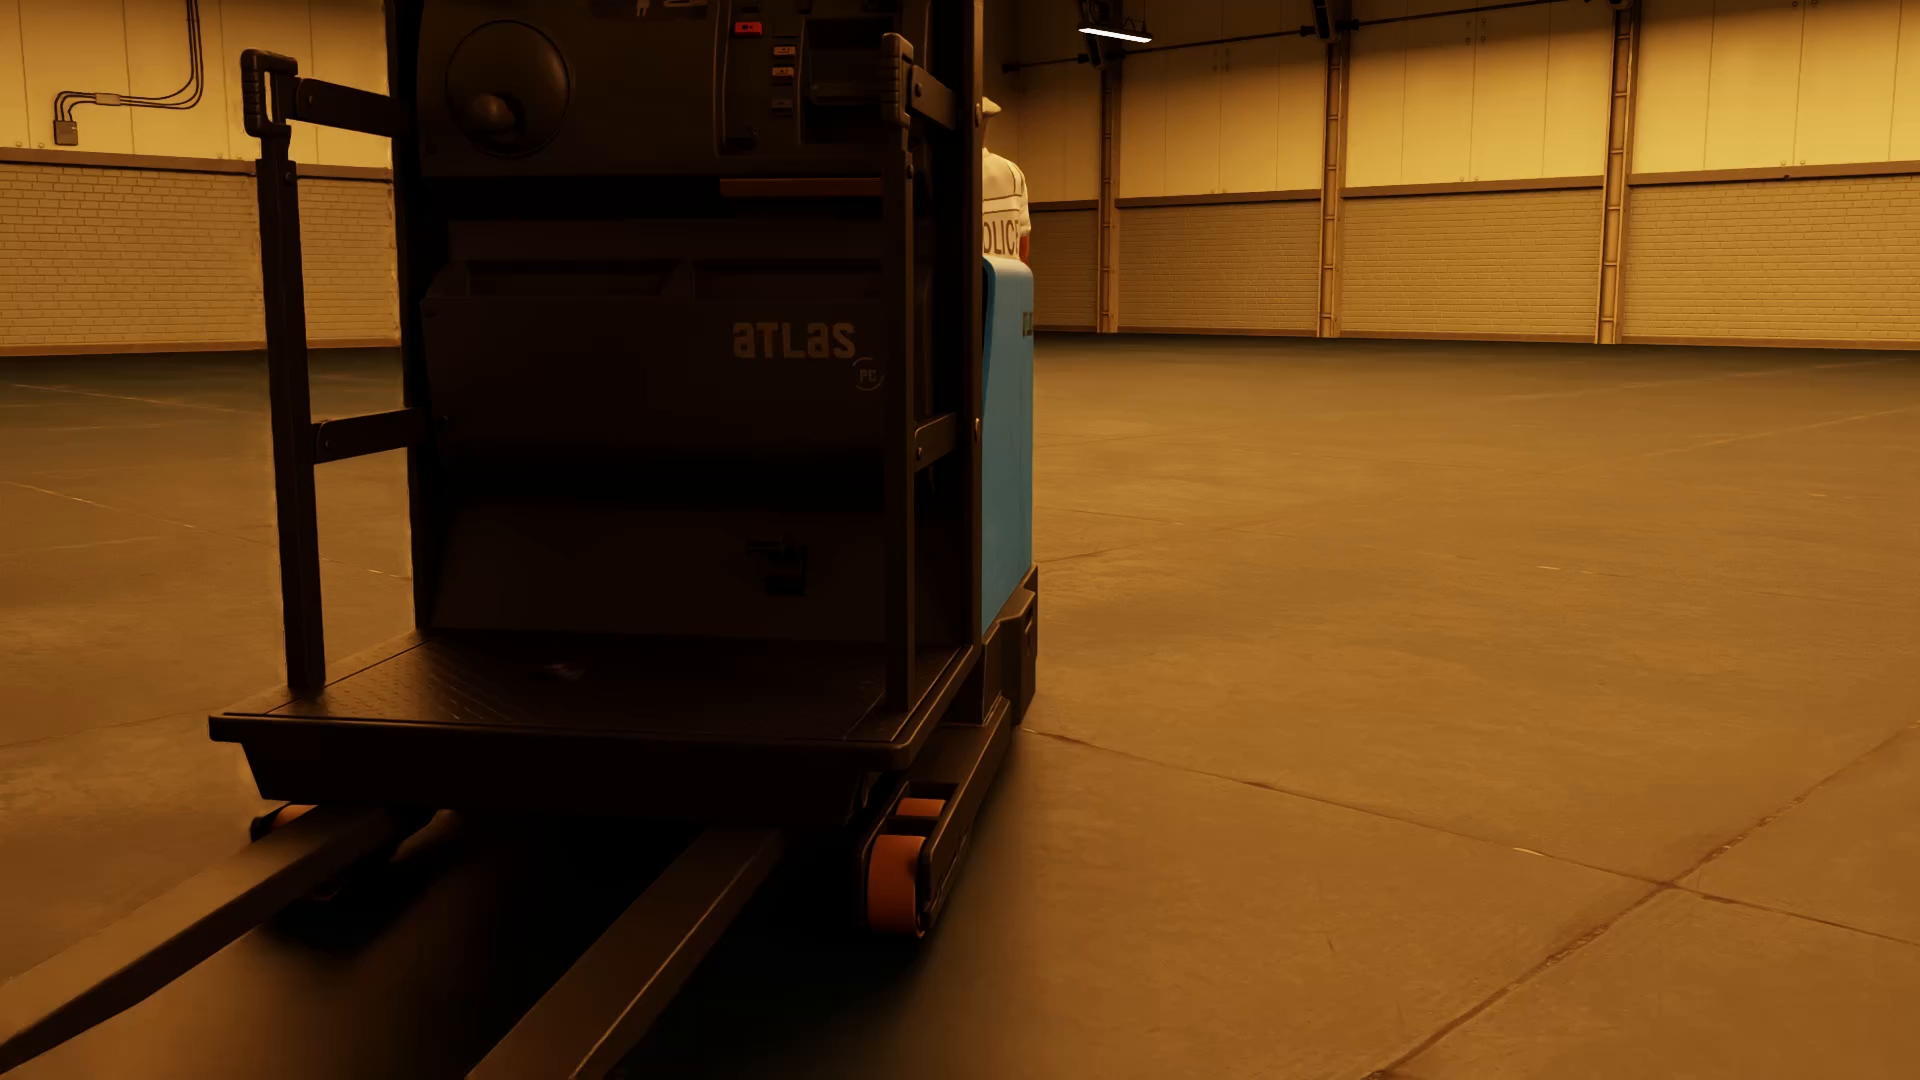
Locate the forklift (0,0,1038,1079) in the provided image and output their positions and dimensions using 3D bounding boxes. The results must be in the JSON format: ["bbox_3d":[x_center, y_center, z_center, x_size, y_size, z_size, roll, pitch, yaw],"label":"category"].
[{"bbox_3d":[-0.541,-0.884,2.741,1.130,2.935,3.031,1,9,9],"label":"forklift"}]

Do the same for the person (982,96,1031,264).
[{"bbox_3d":[-0.048,-0.898,6.645,0.574,1.780,0.641,8,12,43],"label":"person"}]
